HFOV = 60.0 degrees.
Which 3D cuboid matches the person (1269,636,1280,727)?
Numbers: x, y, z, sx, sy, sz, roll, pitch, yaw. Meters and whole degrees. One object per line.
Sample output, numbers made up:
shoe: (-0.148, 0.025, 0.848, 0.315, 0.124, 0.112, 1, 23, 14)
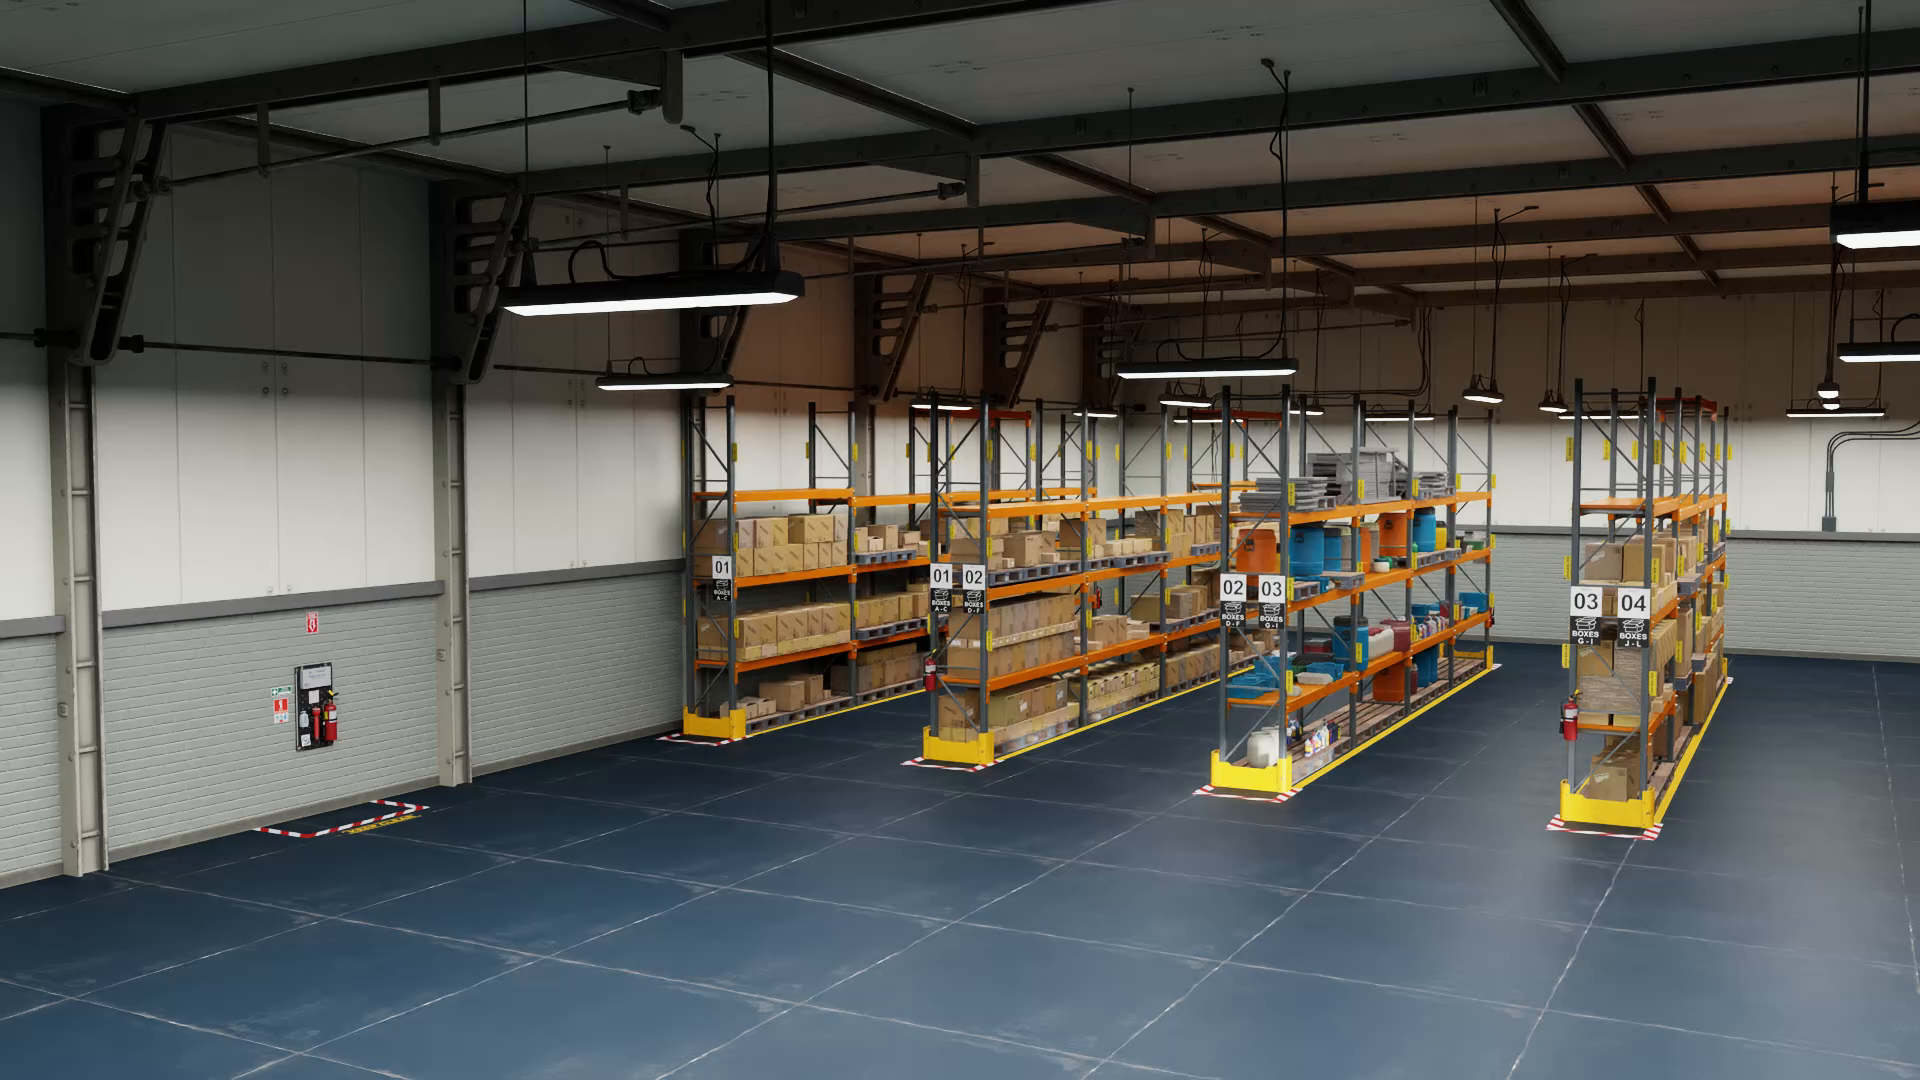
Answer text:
person: (5.777, 2.586, 30.162, 0.414, 1.711, 0.689, 2, 3, 29)
